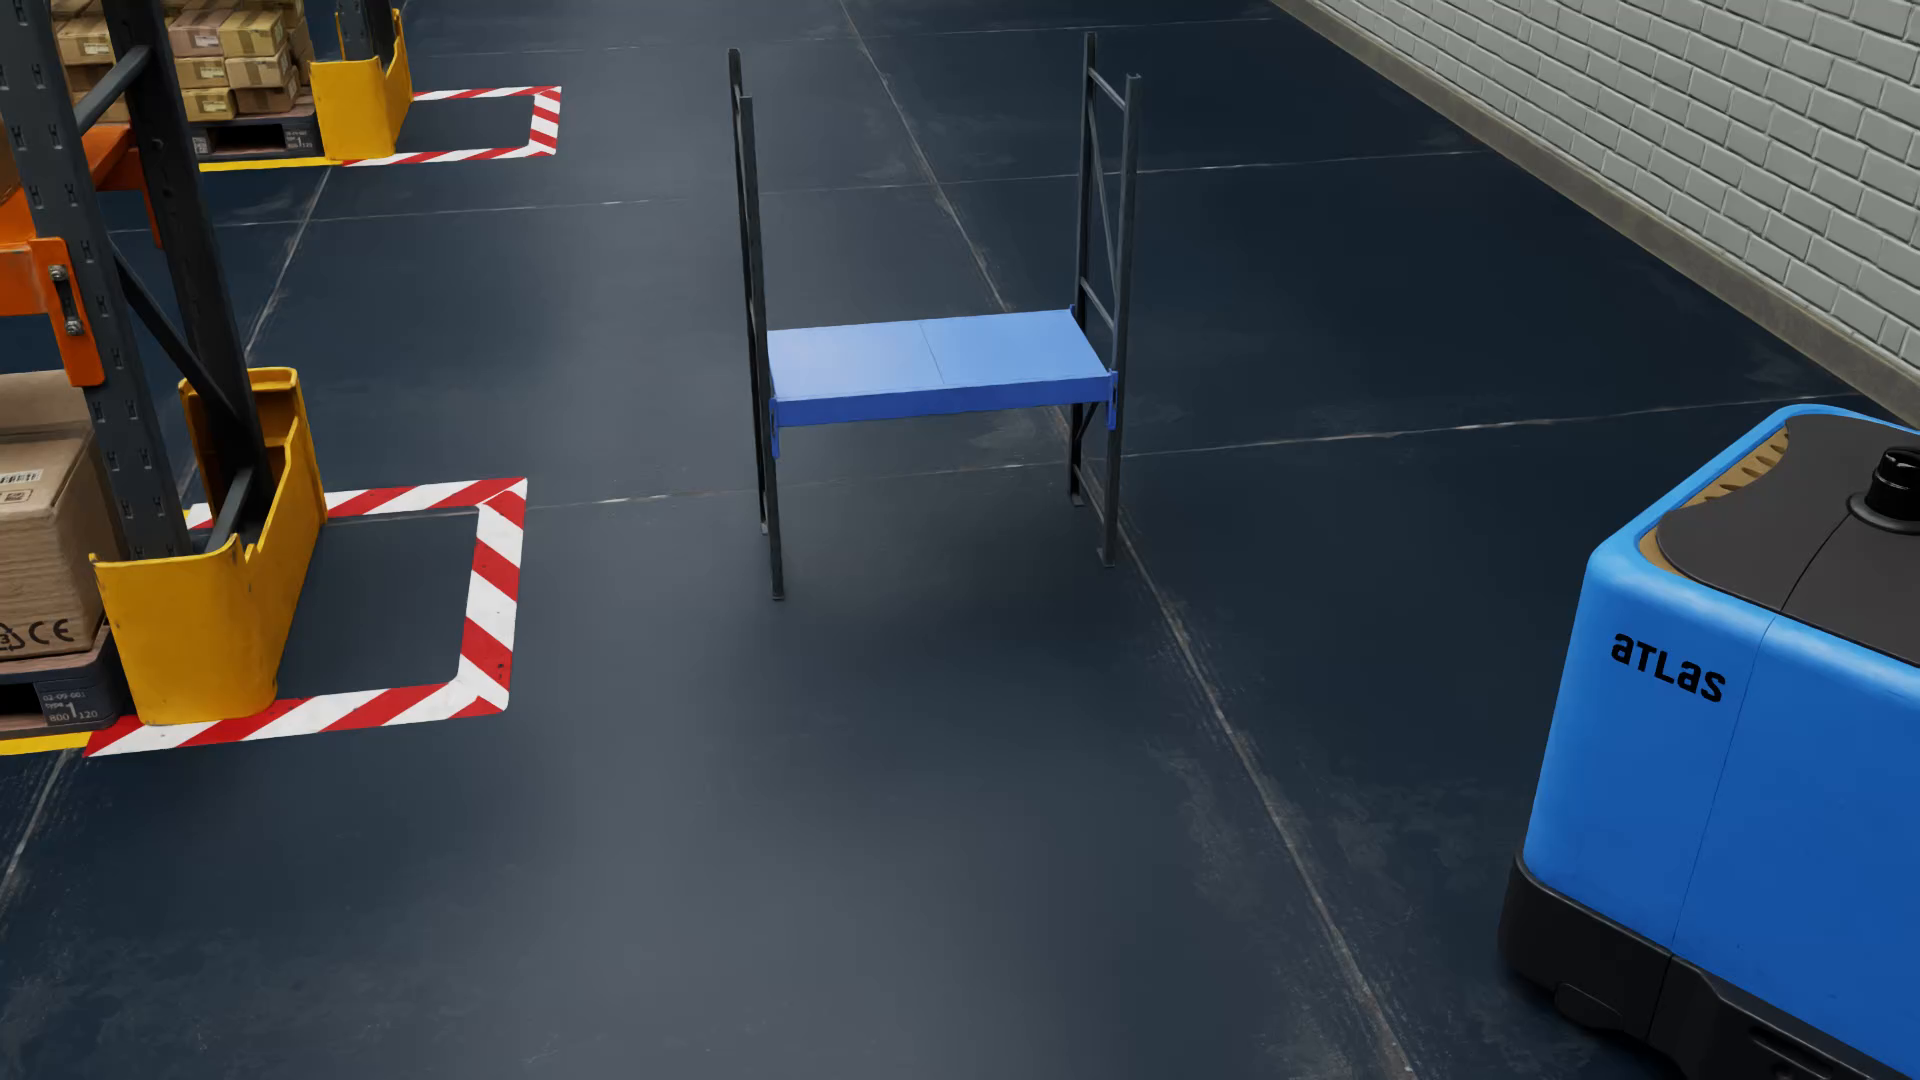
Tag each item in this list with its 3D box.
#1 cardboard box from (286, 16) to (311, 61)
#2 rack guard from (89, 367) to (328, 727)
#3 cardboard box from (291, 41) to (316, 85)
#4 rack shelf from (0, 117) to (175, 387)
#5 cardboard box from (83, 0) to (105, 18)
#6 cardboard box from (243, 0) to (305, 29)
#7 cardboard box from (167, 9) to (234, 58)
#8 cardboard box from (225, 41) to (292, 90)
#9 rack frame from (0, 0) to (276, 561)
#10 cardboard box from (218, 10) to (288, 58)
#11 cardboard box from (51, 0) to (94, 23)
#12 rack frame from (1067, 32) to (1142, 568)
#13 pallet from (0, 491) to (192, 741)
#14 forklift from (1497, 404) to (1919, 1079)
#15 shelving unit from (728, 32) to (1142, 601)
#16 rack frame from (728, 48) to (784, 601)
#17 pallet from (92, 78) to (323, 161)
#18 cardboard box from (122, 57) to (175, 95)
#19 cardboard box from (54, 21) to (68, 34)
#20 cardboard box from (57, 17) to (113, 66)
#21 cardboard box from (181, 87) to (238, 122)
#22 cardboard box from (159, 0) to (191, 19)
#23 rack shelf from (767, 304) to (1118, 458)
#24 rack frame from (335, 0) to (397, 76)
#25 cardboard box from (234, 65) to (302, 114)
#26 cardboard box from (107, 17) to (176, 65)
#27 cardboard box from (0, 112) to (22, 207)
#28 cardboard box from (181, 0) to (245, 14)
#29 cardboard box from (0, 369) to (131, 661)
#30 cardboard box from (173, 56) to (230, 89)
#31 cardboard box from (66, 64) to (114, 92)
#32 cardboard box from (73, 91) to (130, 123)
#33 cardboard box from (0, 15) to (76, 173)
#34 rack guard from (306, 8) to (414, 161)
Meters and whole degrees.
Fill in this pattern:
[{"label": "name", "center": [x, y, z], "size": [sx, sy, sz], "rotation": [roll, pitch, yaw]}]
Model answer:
[{"label": "cardboard box", "center": [-3.700, -2.717, 9.017], "size": [0.250, 0.149, 0.380], "rotation": [-4, 31, -7]}, {"label": "rack guard", "center": [-2.123, -0.023, 4.795], "size": [0.348, 0.500, 1.175], "rotation": [-5, 31, -9]}, {"label": "cardboard box", "center": [-3.711, -2.621, 9.146], "size": [0.250, 0.149, 0.380], "rotation": [-5, 31, -8]}, {"label": "rack shelf", "center": [-4.114, -0.605, 4.030], "size": [4.000, 0.370, 1.077], "rotation": [-5, 31, -9]}, {"label": "cardboard box", "center": [-4.464, -2.779, 8.828], "size": [0.250, 0.149, 0.380], "rotation": [-7, 31, -11]}, {"label": "cardboard box", "center": [-3.715, -2.887, 9.012], "size": [0.250, 0.149, 0.380], "rotation": [-7, 31, -11]}, {"label": "cardboard box", "center": [-3.871, -2.596, 8.518], "size": [0.250, 0.149, 0.380], "rotation": [-5, 31, -8]}, {"label": "cardboard box", "center": [-3.606, -2.447, 8.556], "size": [0.250, 0.149, 0.380], "rotation": [-6, 31, -10]}, {"label": "rack frame", "center": [-2.147, -1.098, 4.158], "size": [0.127, 3.000, 1.000], "rotation": [-5, 31, -9]}, {"label": "cardboard box", "center": [-3.613, -2.591, 8.508], "size": [0.250, 0.149, 0.380], "rotation": [-5, 31, -8]}, {"label": "cardboard box", "center": [-4.739, -2.758, 8.793], "size": [0.250, 0.149, 0.380], "rotation": [-4, 31, -7]}, {"label": "rack frame", "center": [0.416, -0.685, 4.936], "size": [0.032, 1.500, 0.500], "rotation": [-5, 31, -9]}, {"label": "pallet", "center": [-2.919, 0.216, 4.674], "size": [1.213, 0.211, 1.003], "rotation": [-5, 31, -9]}, {"label": "forklift", "center": [2.562, 0.040, 2.290], "size": [1.130, 2.935, 3.031], "rotation": [-27, 40, -37]}, {"label": "shelving unit", "center": [-0.084, -0.639, 4.857], "size": [1.048, 1.500, 0.538], "rotation": [-5, 31, -9]}, {"label": "rack frame", "center": [-0.584, -0.592, 4.778], "size": [0.032, 1.500, 0.500], "rotation": [-5, 31, -9]}, {"label": "pallet", "center": [-4.018, -2.291, 8.938], "size": [1.213, 0.211, 1.003], "rotation": [-5, 31, -9]}, {"label": "cardboard box", "center": [-4.117, -2.398, 8.474], "size": [0.250, 0.149, 0.380], "rotation": [-7, 31, -11]}, {"label": "cardboard box", "center": [-4.623, -2.465, 8.294], "size": [0.250, 0.149, 0.380], "rotation": [-4, 31, -7]}, {"label": "cardboard box", "center": [-4.369, -2.517, 8.383], "size": [0.250, 0.149, 0.380], "rotation": [-7, 31, -11]}, {"label": "cardboard box", "center": [-3.853, -2.283, 8.571], "size": [0.250, 0.149, 0.380], "rotation": [-4, 31, -7]}, {"label": "cardboard box", "center": [-4.235, -2.843, 8.936], "size": [0.250, 0.149, 0.380], "rotation": [-5, 31, -9]}, {"label": "rack shelf", "center": [-0.084, -0.484, 4.948], "size": [1.000, 0.185, 0.538], "rotation": [-5, 31, -9]}, {"label": "rack frame", "center": [-3.138, -3.557, 8.340], "size": [0.127, 3.000, 1.000], "rotation": [-5, 31, -9]}, {"label": "cardboard box", "center": [-3.618, -2.357, 8.697], "size": [0.250, 0.149, 0.380], "rotation": [-5, 31, -8]}, {"label": "cardboard box", "center": [-4.102, -2.509, 8.370], "size": [0.250, 0.149, 0.380], "rotation": [-6, 31, -10]}, {"label": "cardboard box", "center": [-2.574, -0.965, 3.833], "size": [0.500, 0.500, 0.500], "rotation": [-5, 31, -9]}, {"label": "cardboard box", "center": [-3.964, -2.802, 8.867], "size": [0.250, 0.149, 0.380], "rotation": [-5, 31, -8]}, {"label": "cardboard box", "center": [-2.778, -0.064, 4.514], "size": [0.875, 0.438, 0.875], "rotation": [-6, 31, -11]}, {"label": "cardboard box", "center": [-3.873, -2.450, 8.562], "size": [0.250, 0.149, 0.380], "rotation": [-6, 31, -10]}, {"label": "cardboard box", "center": [-4.399, -2.425, 8.520], "size": [0.250, 0.149, 0.380], "rotation": [-6, 31, -10]}, {"label": "cardboard box", "center": [-4.369, -2.273, 8.554], "size": [0.250, 0.149, 0.380], "rotation": [-5, 31, -8]}, {"label": "cardboard box", "center": [-2.671, -1.240, 4.302], "size": [0.500, 0.500, 0.500], "rotation": [-6, 31, -9]}, {"label": "rack guard", "center": [-3.213, -2.472, 8.961], "size": [0.348, 0.500, 1.175], "rotation": [-5, 31, -9]}]
